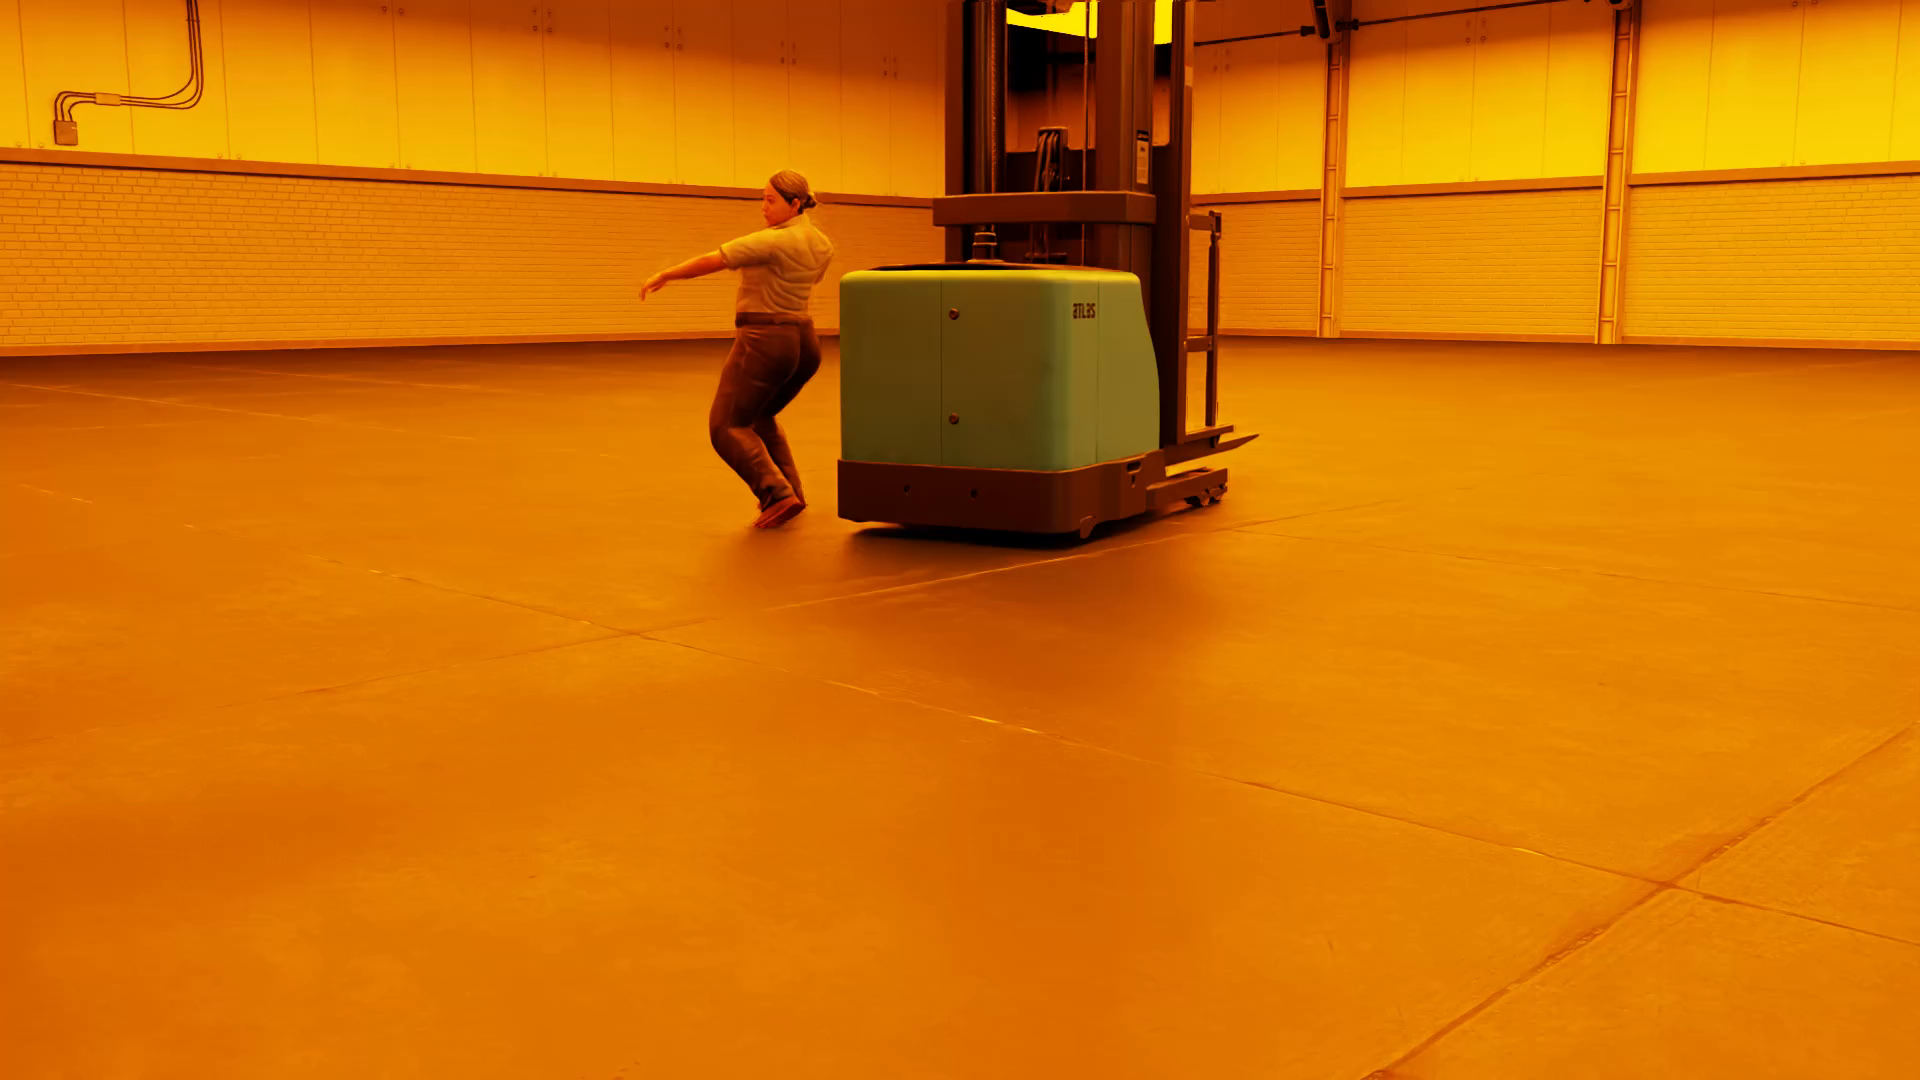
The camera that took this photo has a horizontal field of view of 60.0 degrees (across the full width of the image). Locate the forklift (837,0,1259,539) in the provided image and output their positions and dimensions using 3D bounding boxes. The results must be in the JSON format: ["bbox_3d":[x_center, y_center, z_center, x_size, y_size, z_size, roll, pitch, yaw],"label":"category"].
[{"bbox_3d":[0.628,-1.632,7.711,1.130,2.935,3.031,4,10,27],"label":"forklift"}]

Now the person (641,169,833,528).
[{"bbox_3d":[-0.888,-0.825,7.397,0.718,1.591,0.836,5,10,29],"label":"person"}]
